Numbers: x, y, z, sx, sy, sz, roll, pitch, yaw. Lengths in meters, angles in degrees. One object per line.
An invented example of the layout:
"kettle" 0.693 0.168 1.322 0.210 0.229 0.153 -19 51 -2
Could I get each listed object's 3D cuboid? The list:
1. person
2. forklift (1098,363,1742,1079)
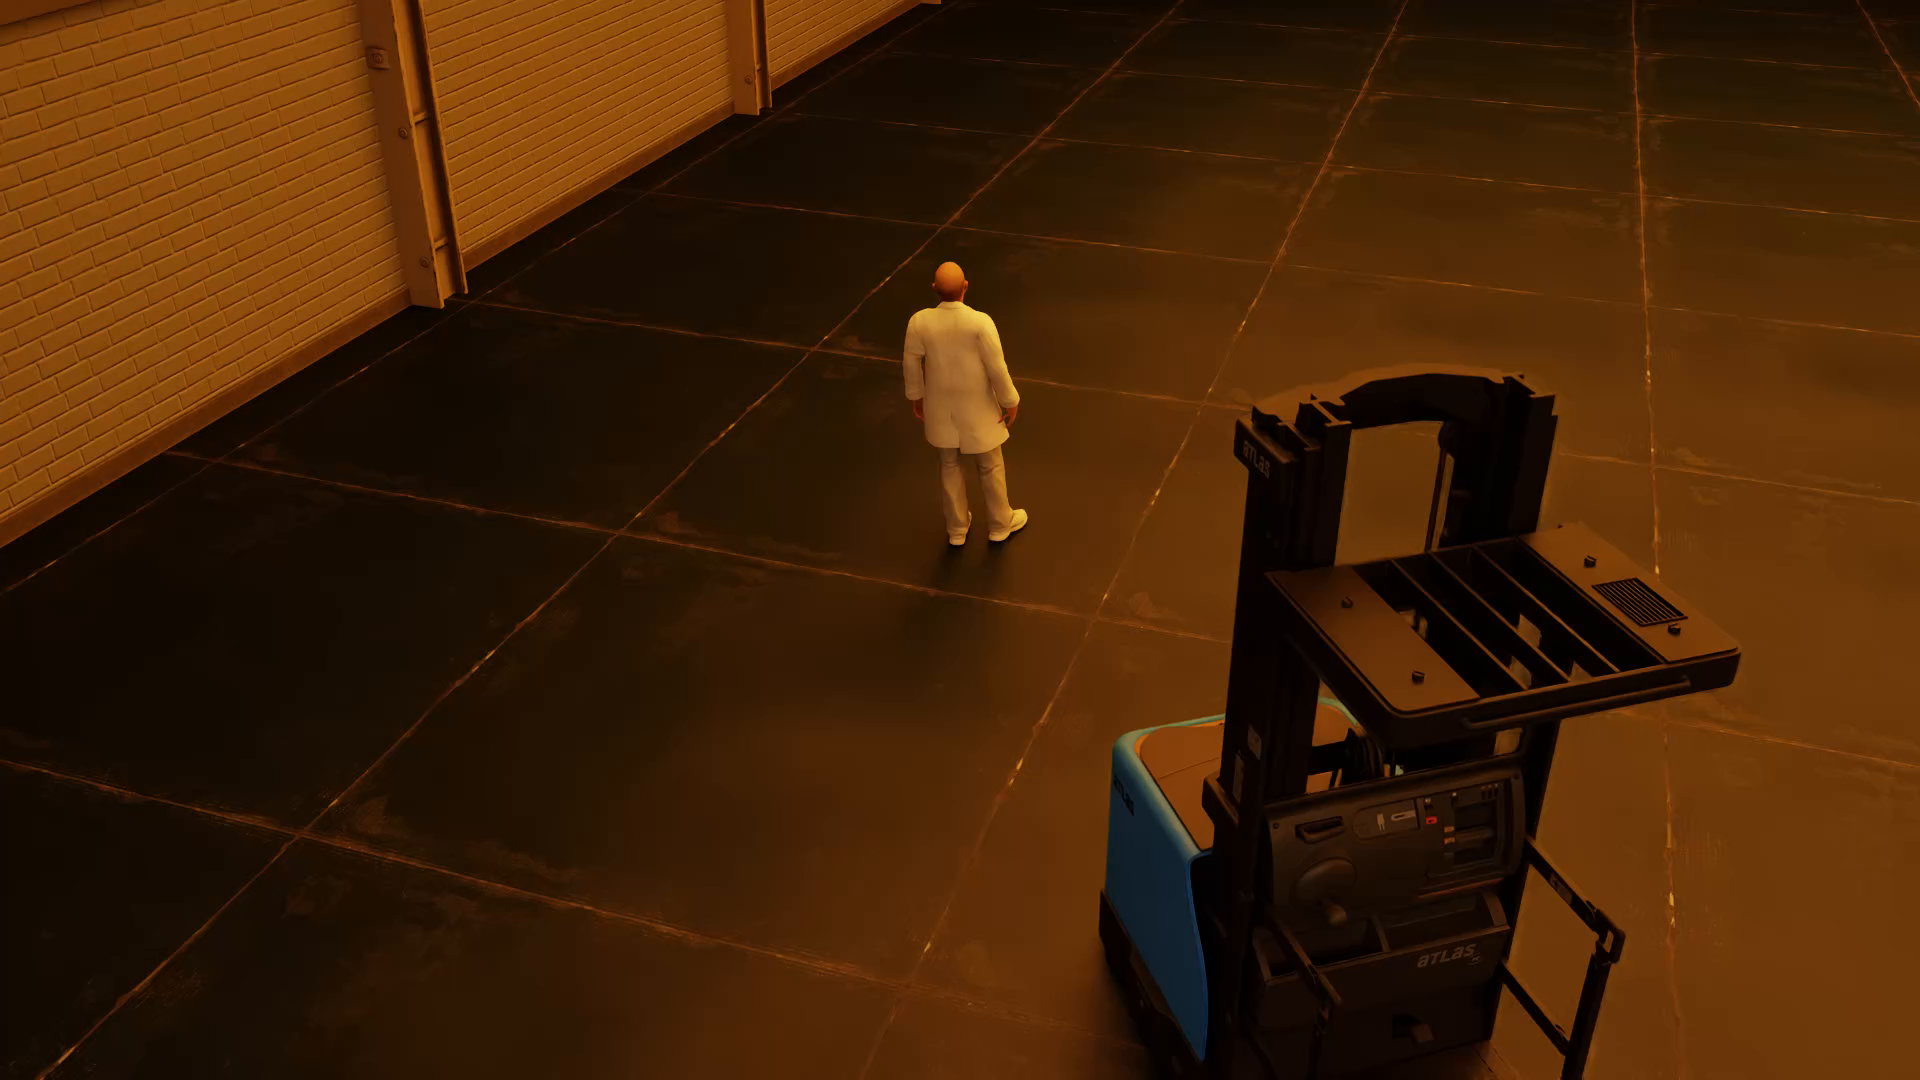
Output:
"person" 0.033 -0.821 9.726 0.698 1.777 0.578 10 31 16
"forklift" 1.504 1.054 5.287 1.130 2.935 3.031 -9 31 -15
